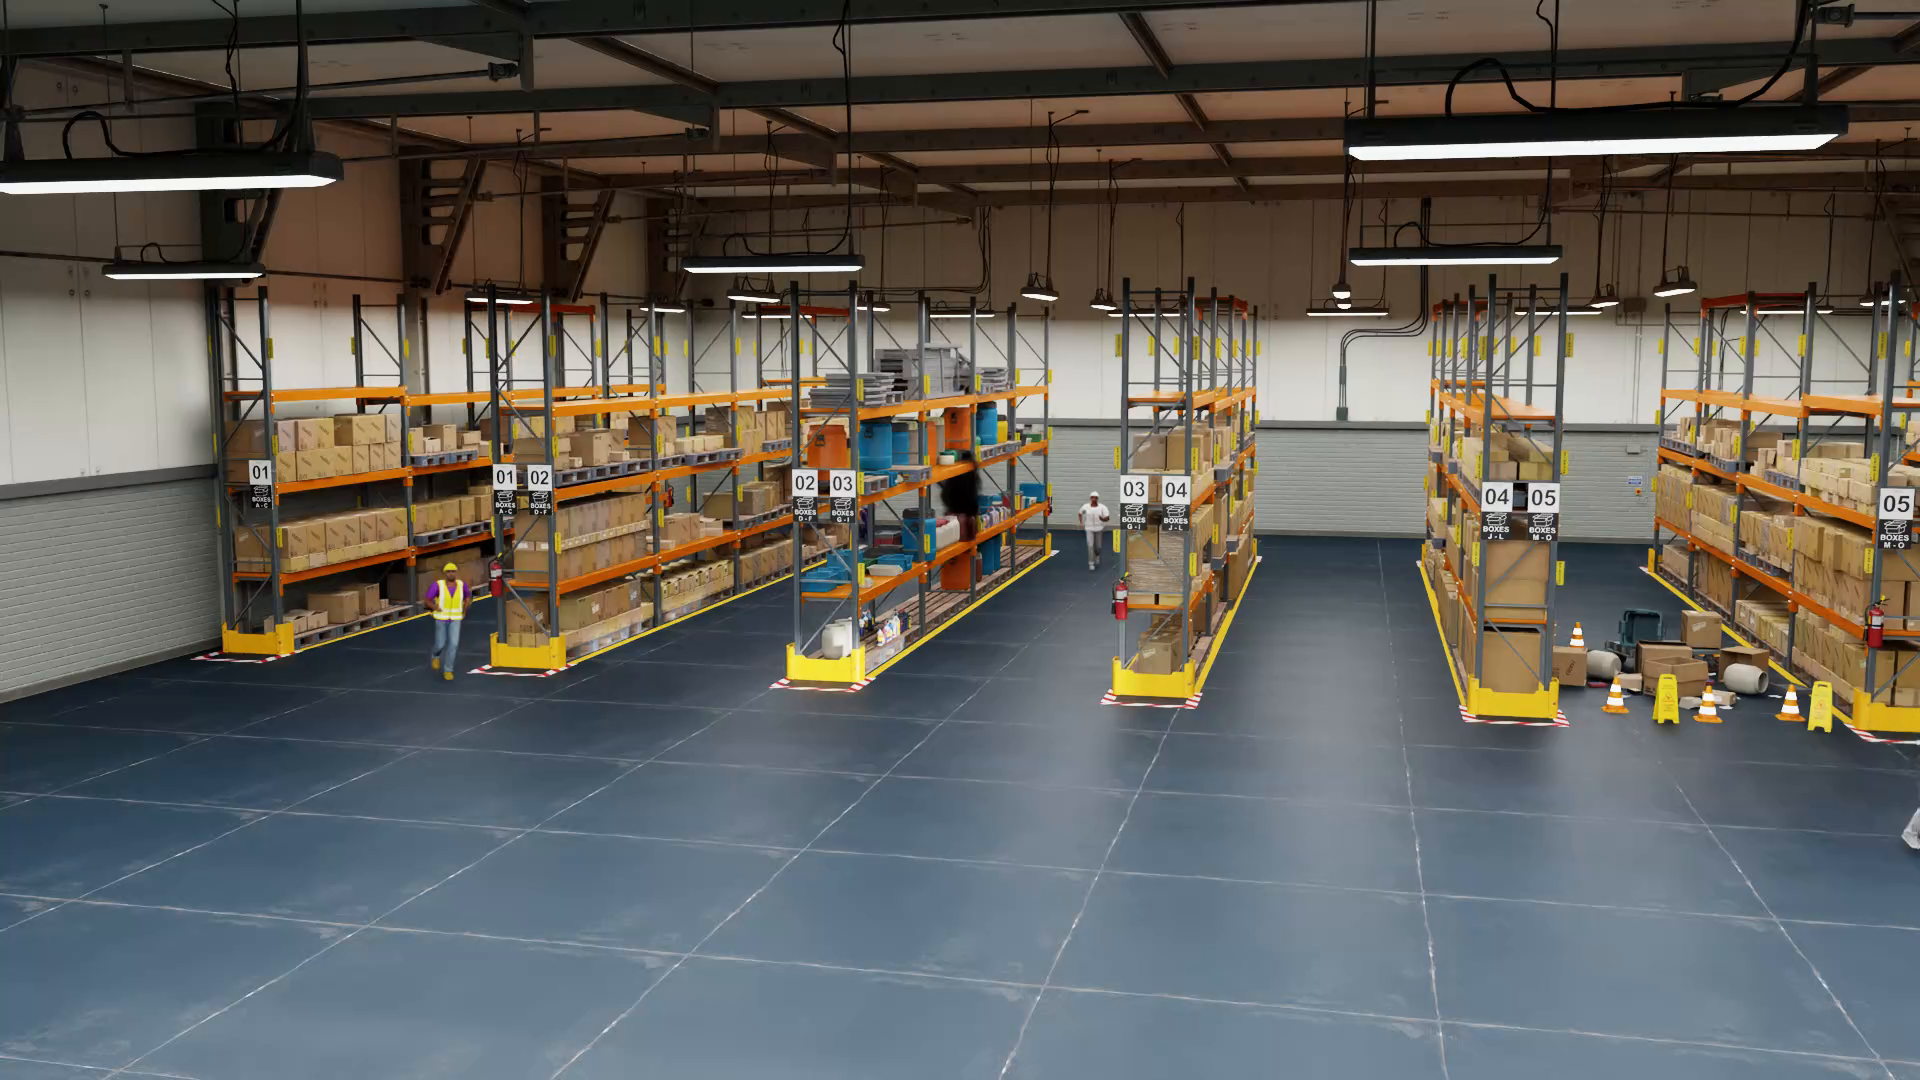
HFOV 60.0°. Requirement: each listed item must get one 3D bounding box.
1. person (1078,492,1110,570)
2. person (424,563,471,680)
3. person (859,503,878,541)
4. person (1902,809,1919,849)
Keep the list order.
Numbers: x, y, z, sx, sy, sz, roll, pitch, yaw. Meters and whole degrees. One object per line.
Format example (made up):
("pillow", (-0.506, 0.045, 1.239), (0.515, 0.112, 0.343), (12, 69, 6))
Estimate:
("person", (3.044, -0.230, 37.788), (0.707, 1.744, 0.985), (0, 7, 2))
("person", (-7.825, 1.220, 25.466), (0.707, 1.760, 0.855), (-3, 7, -26))
("person", (-2.421, -0.668, 42.511), (0.767, 1.635, 0.616), (6, 9, 42))
("person", (9.672, 2.303, 16.298), (0.640, 1.694, 0.801), (-4, 8, -29))
